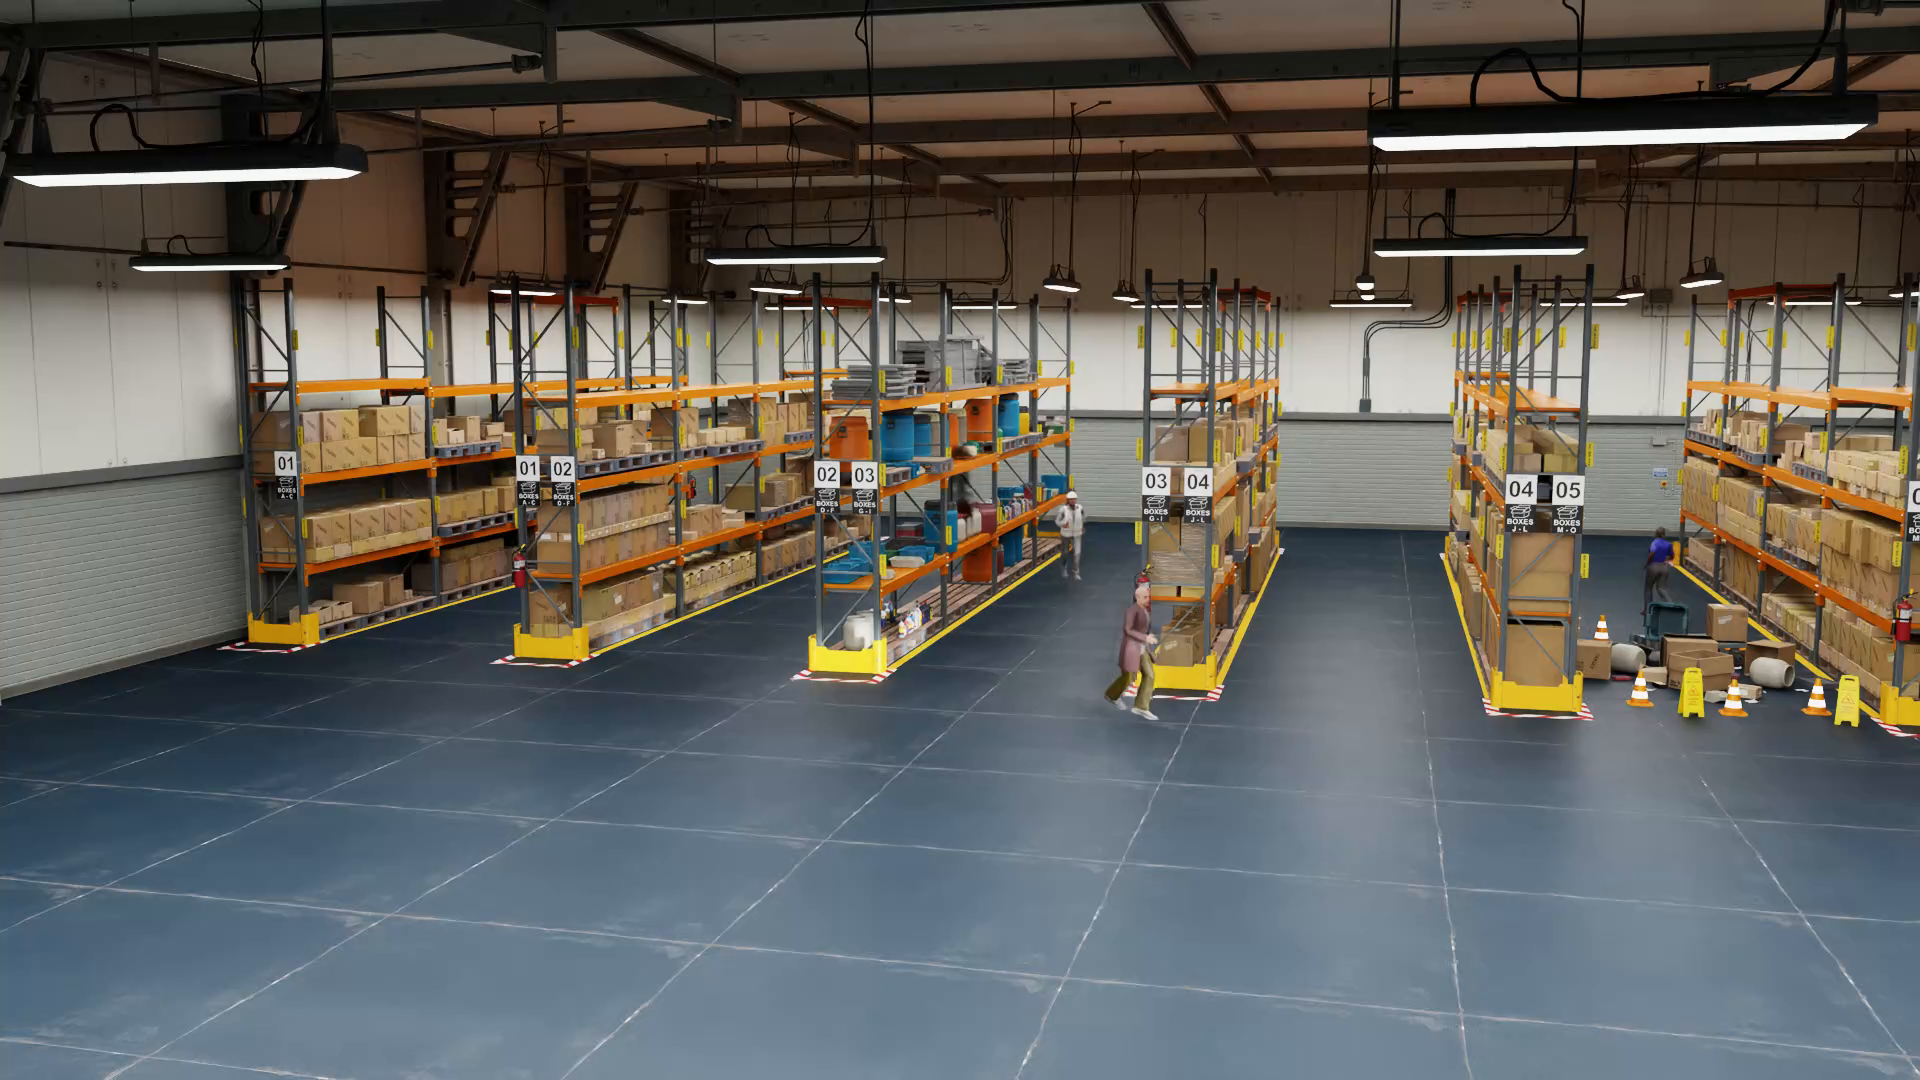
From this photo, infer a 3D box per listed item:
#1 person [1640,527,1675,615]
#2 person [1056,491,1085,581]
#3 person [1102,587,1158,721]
[{"bbox_3d":[12.647,0.601,30.082,0.582,1.641,0.900,-1,7,-5],"label":"person"},{"bbox_3d":[2.197,-0.088,33.075,0.640,1.791,0.958,-1,7,-7],"label":"person"},{"bbox_3d":[2.235,1.484,22.125,0.910,1.767,0.666,6,9,40],"label":"person"}]
